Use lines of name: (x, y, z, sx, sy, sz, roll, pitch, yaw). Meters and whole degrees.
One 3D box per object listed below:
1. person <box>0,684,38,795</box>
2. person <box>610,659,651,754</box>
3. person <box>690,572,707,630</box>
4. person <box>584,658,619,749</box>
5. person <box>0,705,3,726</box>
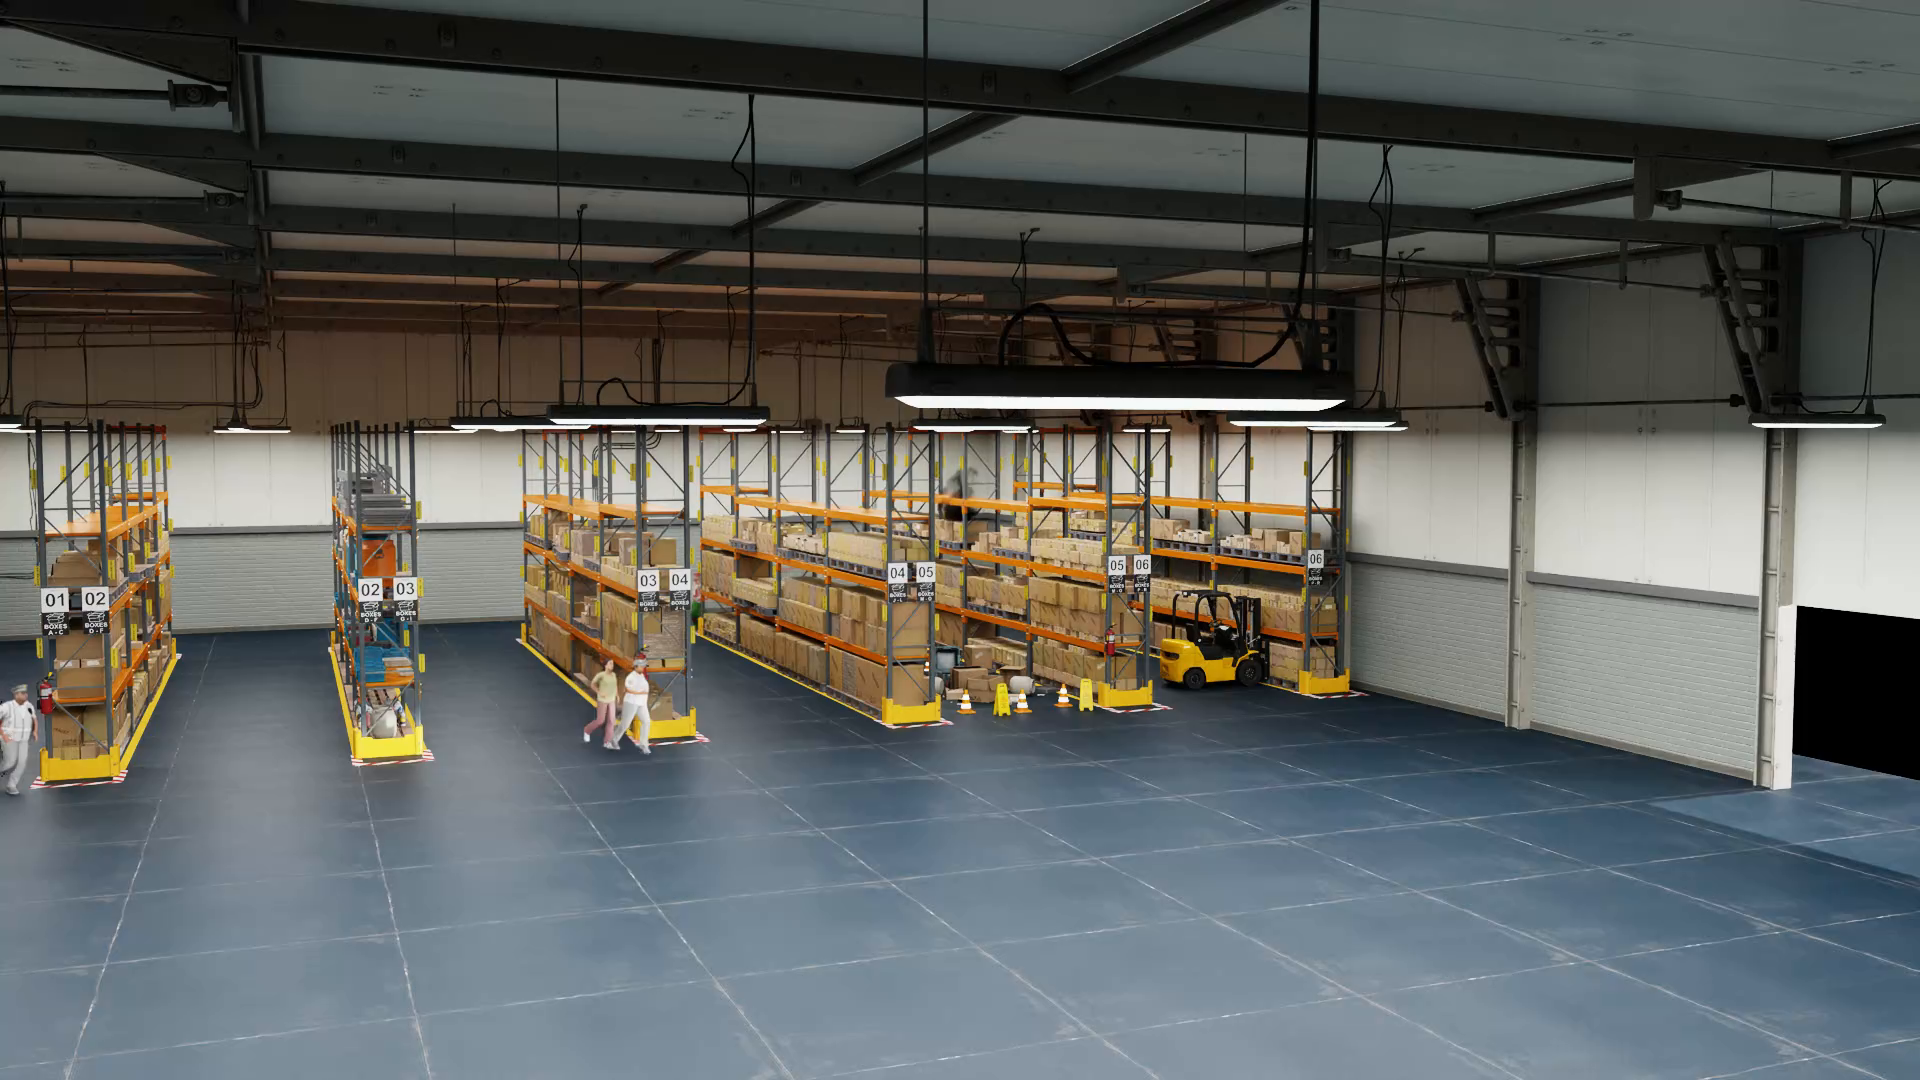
person: (-15.231, 3.190, 26.806, 0.617, 1.726, 0.741, 2, 4, 26)
person: (-5.912, 3.015, 30.215, 0.860, 1.695, 0.639, 2, 4, 26)
person: (-7.744, 1.802, 49.066, 0.640, 1.726, 0.685, -3, 4, -37)
person: (-6.510, 2.983, 30.691, 0.881, 1.622, 0.635, 3, 5, 43)
person: (-15.900, 3.189, 27.025, 0.640, 1.707, 0.734, 3, 4, 37)
